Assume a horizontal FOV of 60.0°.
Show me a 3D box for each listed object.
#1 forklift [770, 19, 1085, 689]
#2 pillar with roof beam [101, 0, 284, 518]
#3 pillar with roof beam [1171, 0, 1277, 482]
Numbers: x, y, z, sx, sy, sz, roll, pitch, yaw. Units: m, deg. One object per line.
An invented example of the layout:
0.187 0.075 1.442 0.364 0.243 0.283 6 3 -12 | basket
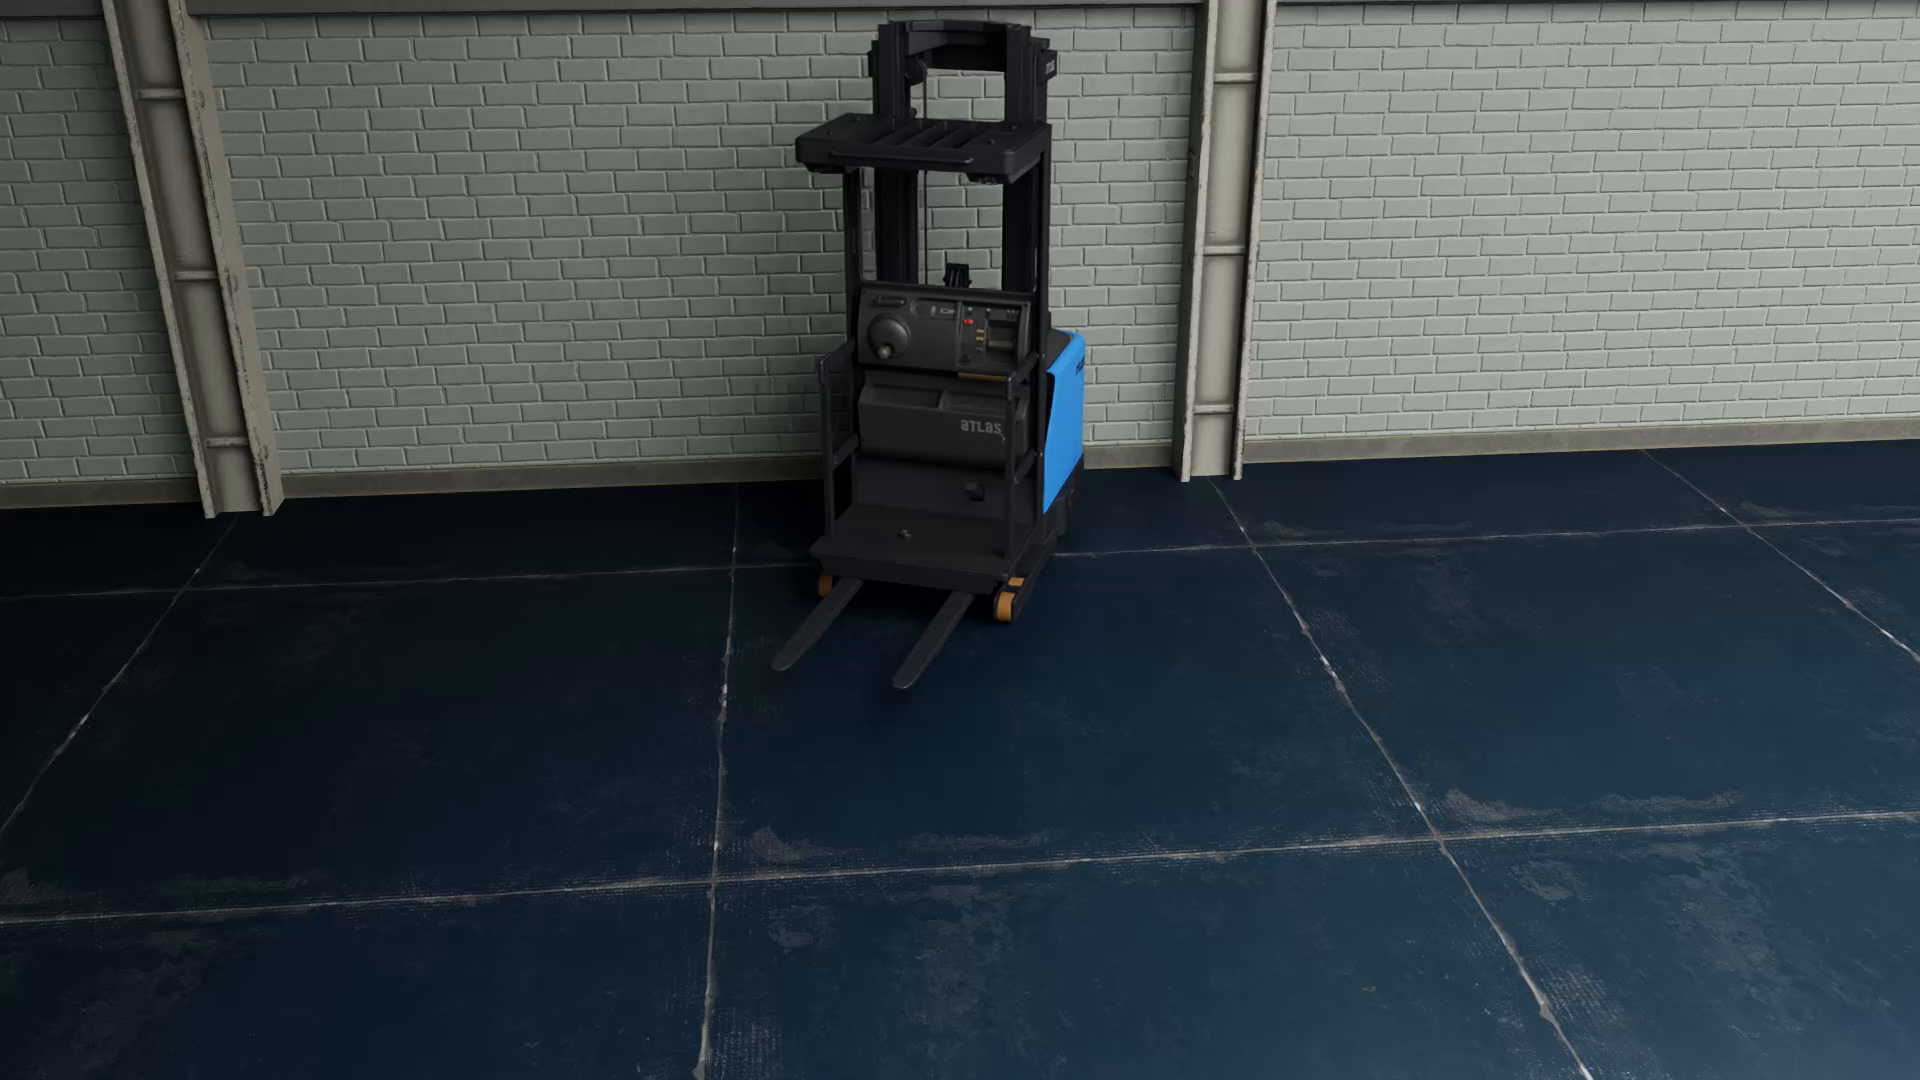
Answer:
-0.146 -1.079 8.570 1.130 2.935 3.031 7 25 15 | forklift
-3.960 -2.574 4.462 0.400 9.000 9.100 -2 24 -5 | pillar with roof beam
2.011 -2.813 5.001 0.400 9.000 9.100 -2 24 -5 | pillar with roof beam
